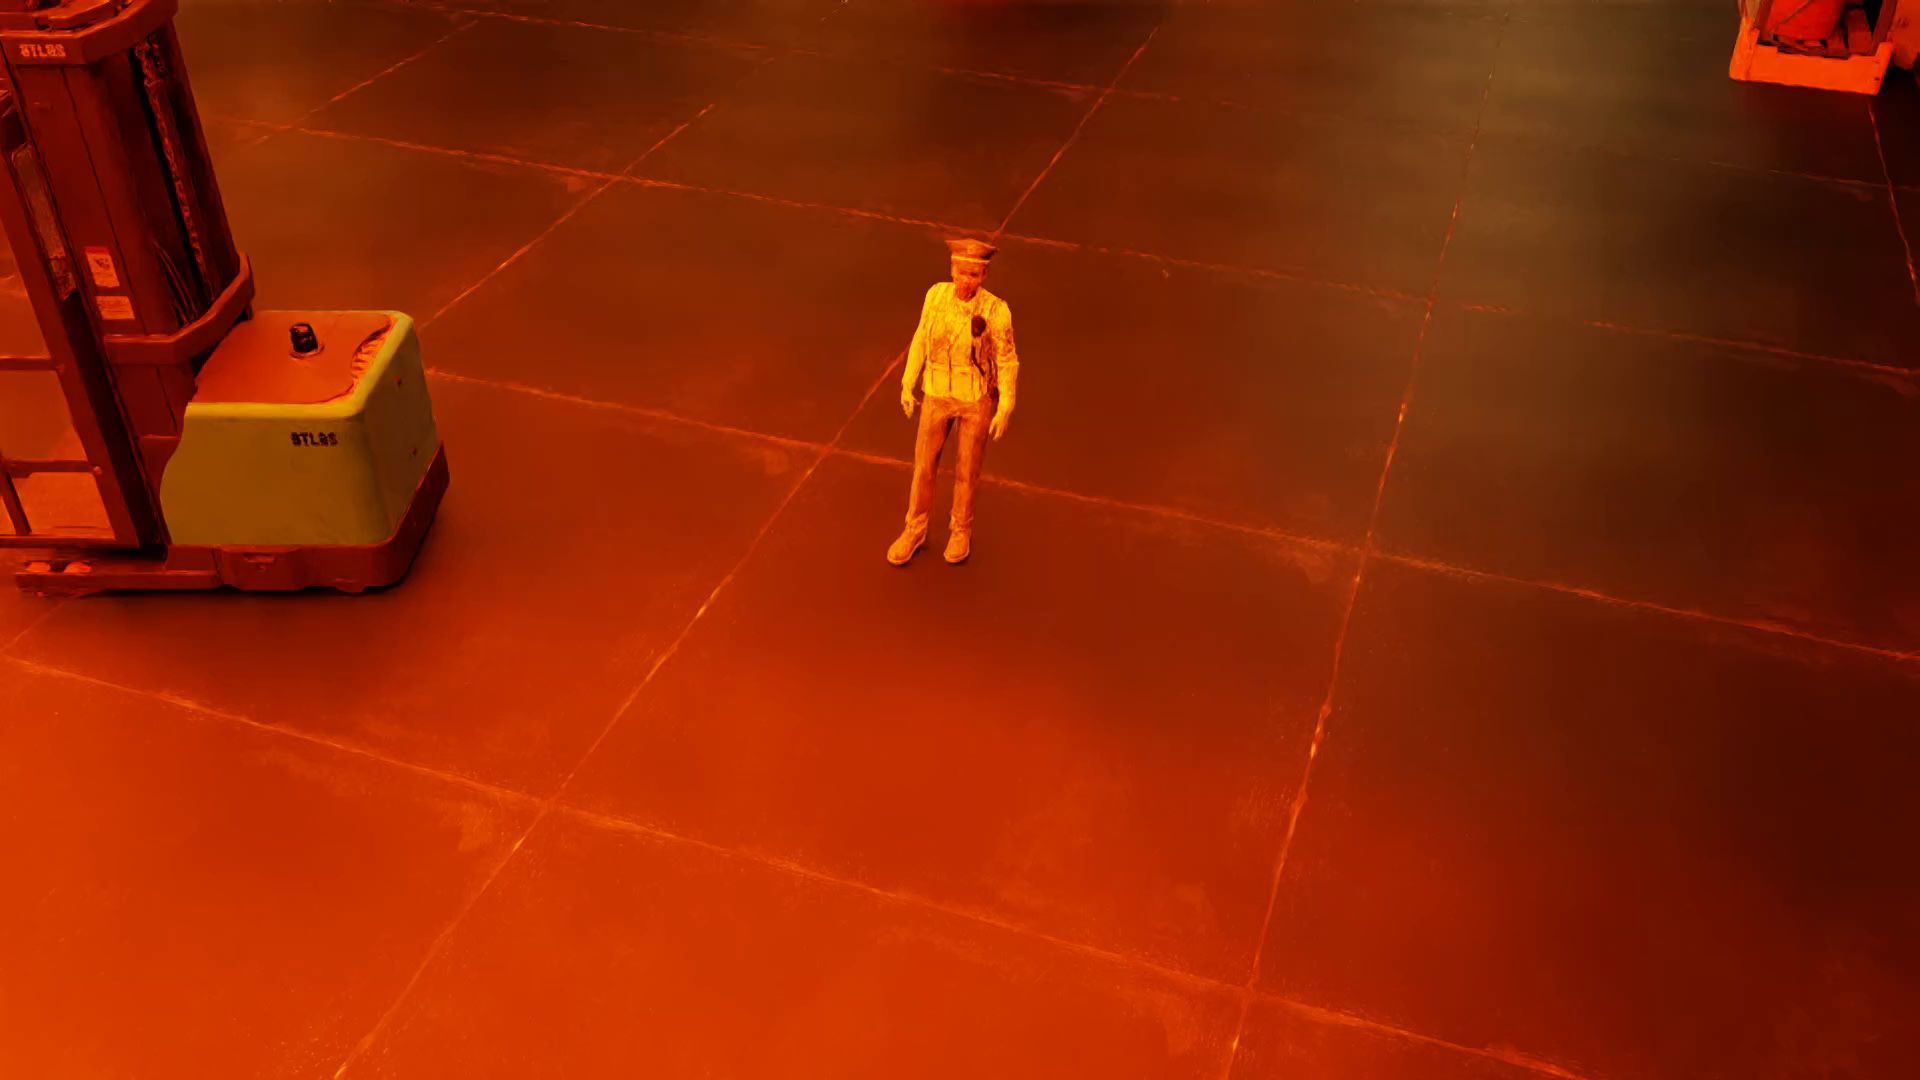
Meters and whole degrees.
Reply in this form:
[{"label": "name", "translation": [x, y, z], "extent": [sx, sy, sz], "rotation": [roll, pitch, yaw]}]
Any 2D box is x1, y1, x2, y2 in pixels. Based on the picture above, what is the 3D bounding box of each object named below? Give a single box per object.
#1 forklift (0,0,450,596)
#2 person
[{"label": "forklift", "translation": [-4.272, -1.223, 7.836], "extent": [3.031, 2.935, 1.130], "rotation": [0, 35, 1]}, {"label": "person", "translation": [-0.029, -0.662, 8.100], "extent": [0.586, 1.695, 0.532], "rotation": [12, 37, 16]}]
